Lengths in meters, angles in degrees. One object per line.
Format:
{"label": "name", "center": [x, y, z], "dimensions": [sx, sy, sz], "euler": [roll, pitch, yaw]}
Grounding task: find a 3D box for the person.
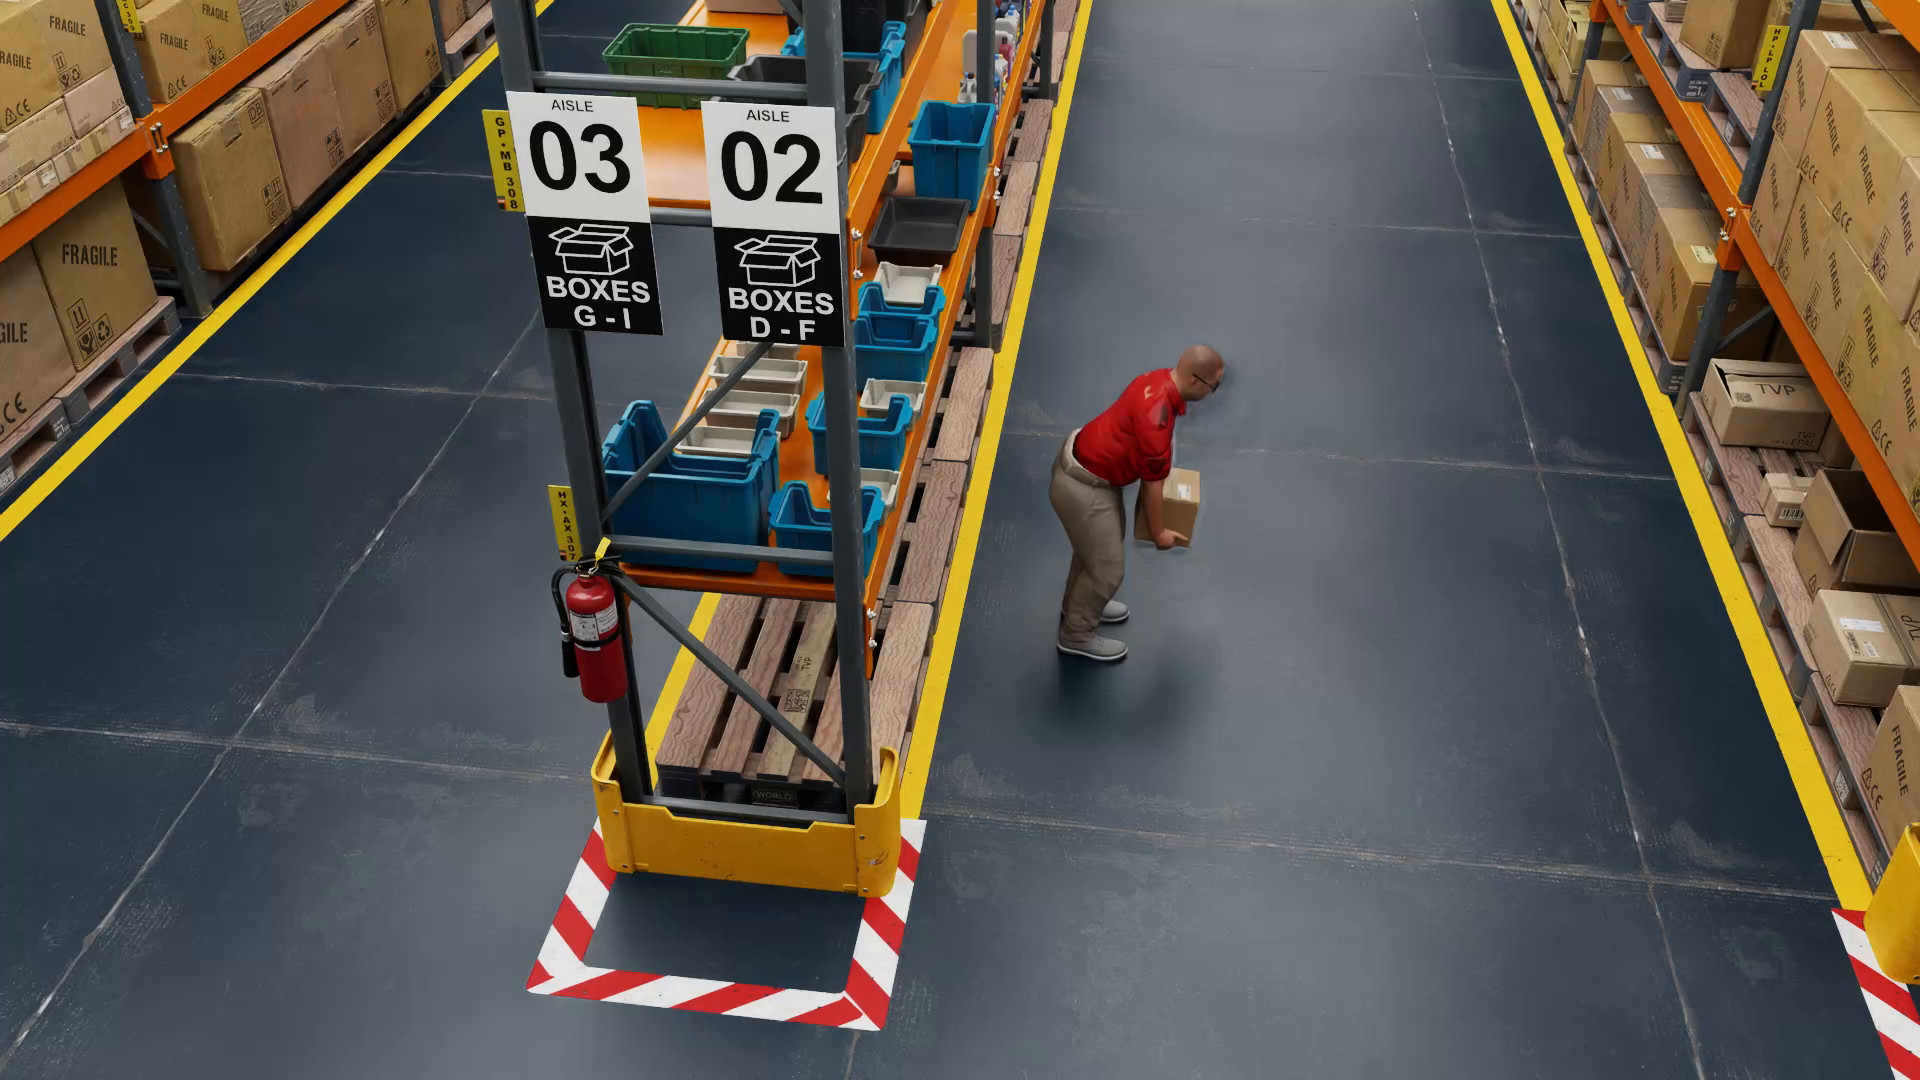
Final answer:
{"label": "person", "center": [0.761, -0.185, 7.456], "dimensions": [0.718, 1.567, 0.478], "euler": [4, 36, 5]}
